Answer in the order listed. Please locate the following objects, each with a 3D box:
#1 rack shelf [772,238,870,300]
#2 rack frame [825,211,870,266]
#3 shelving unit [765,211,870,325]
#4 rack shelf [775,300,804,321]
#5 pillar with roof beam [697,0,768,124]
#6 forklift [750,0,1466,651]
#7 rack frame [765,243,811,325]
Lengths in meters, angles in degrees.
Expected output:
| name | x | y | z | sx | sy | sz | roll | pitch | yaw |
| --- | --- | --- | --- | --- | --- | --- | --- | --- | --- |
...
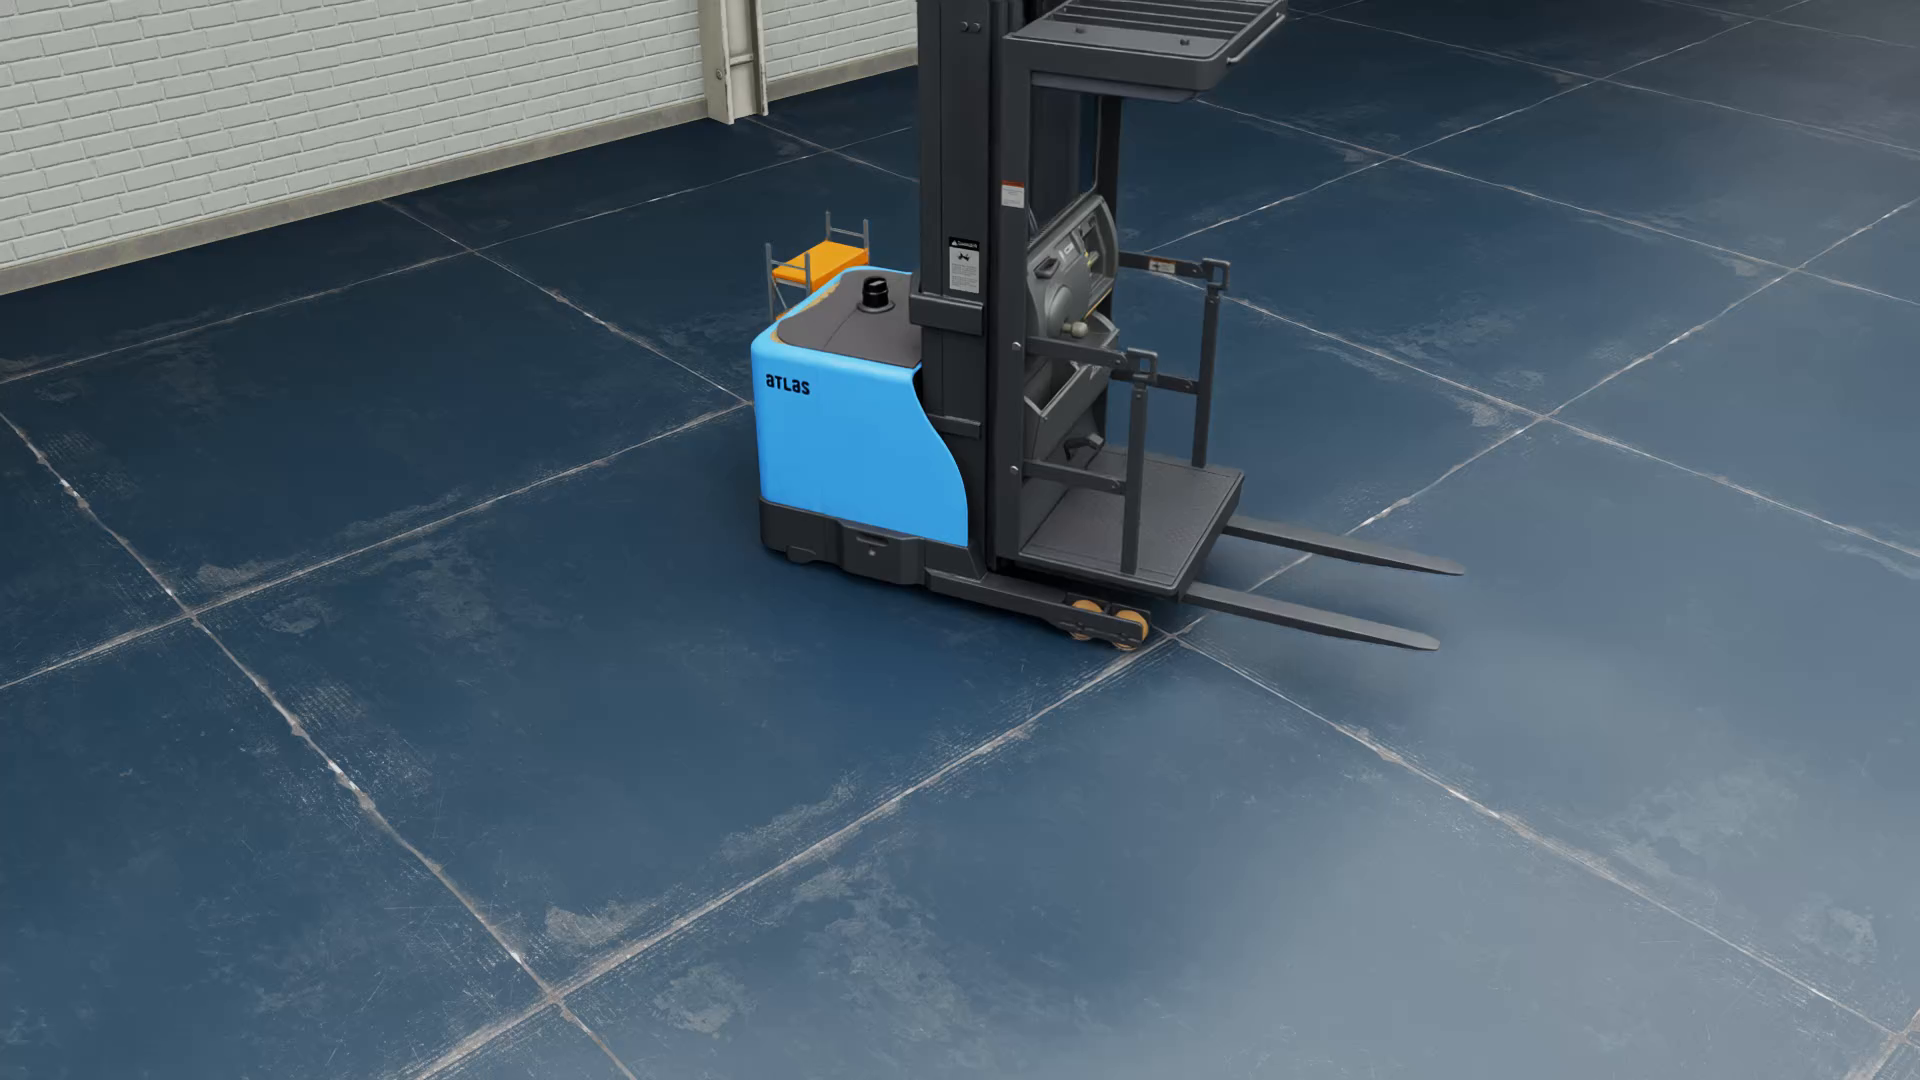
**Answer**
| name | x | y | z | sx | sy | sz | roll | pitch | yaw |
| --- | --- | --- | --- | --- | --- | --- | --- | --- | --- |
| rack shelf | -0.669 | -1.272 | 7.926 | 0.258 | 0.148 | 0.480 | 17 | 35 | 26 |
| rack frame | -0.544 | -1.046 | 8.311 | 0.240 | 1.200 | 0.015 | 17 | 35 | 26 |
| shelving unit | -0.668 | -0.937 | 8.131 | 0.258 | 1.200 | 0.503 | 17 | 35 | 26 |
| rack shelf | -0.668 | -1.070 | 8.050 | 0.258 | 0.148 | 0.480 | 17 | 35 | 26 |
| pillar with roof beam | 1.146 | -5.595 | 8.273 | 0.400 | 9.000 | 9.100 | -26 | 40 | -35 |
| forklift | 0.649 | -1.102 | 6.743 | 3.031 | 2.935 | 1.130 | 13 | 34 | 20 |
| rack frame | -0.792 | -0.827 | 7.952 | 0.240 | 1.200 | 0.015 | 17 | 35 | 26 |
